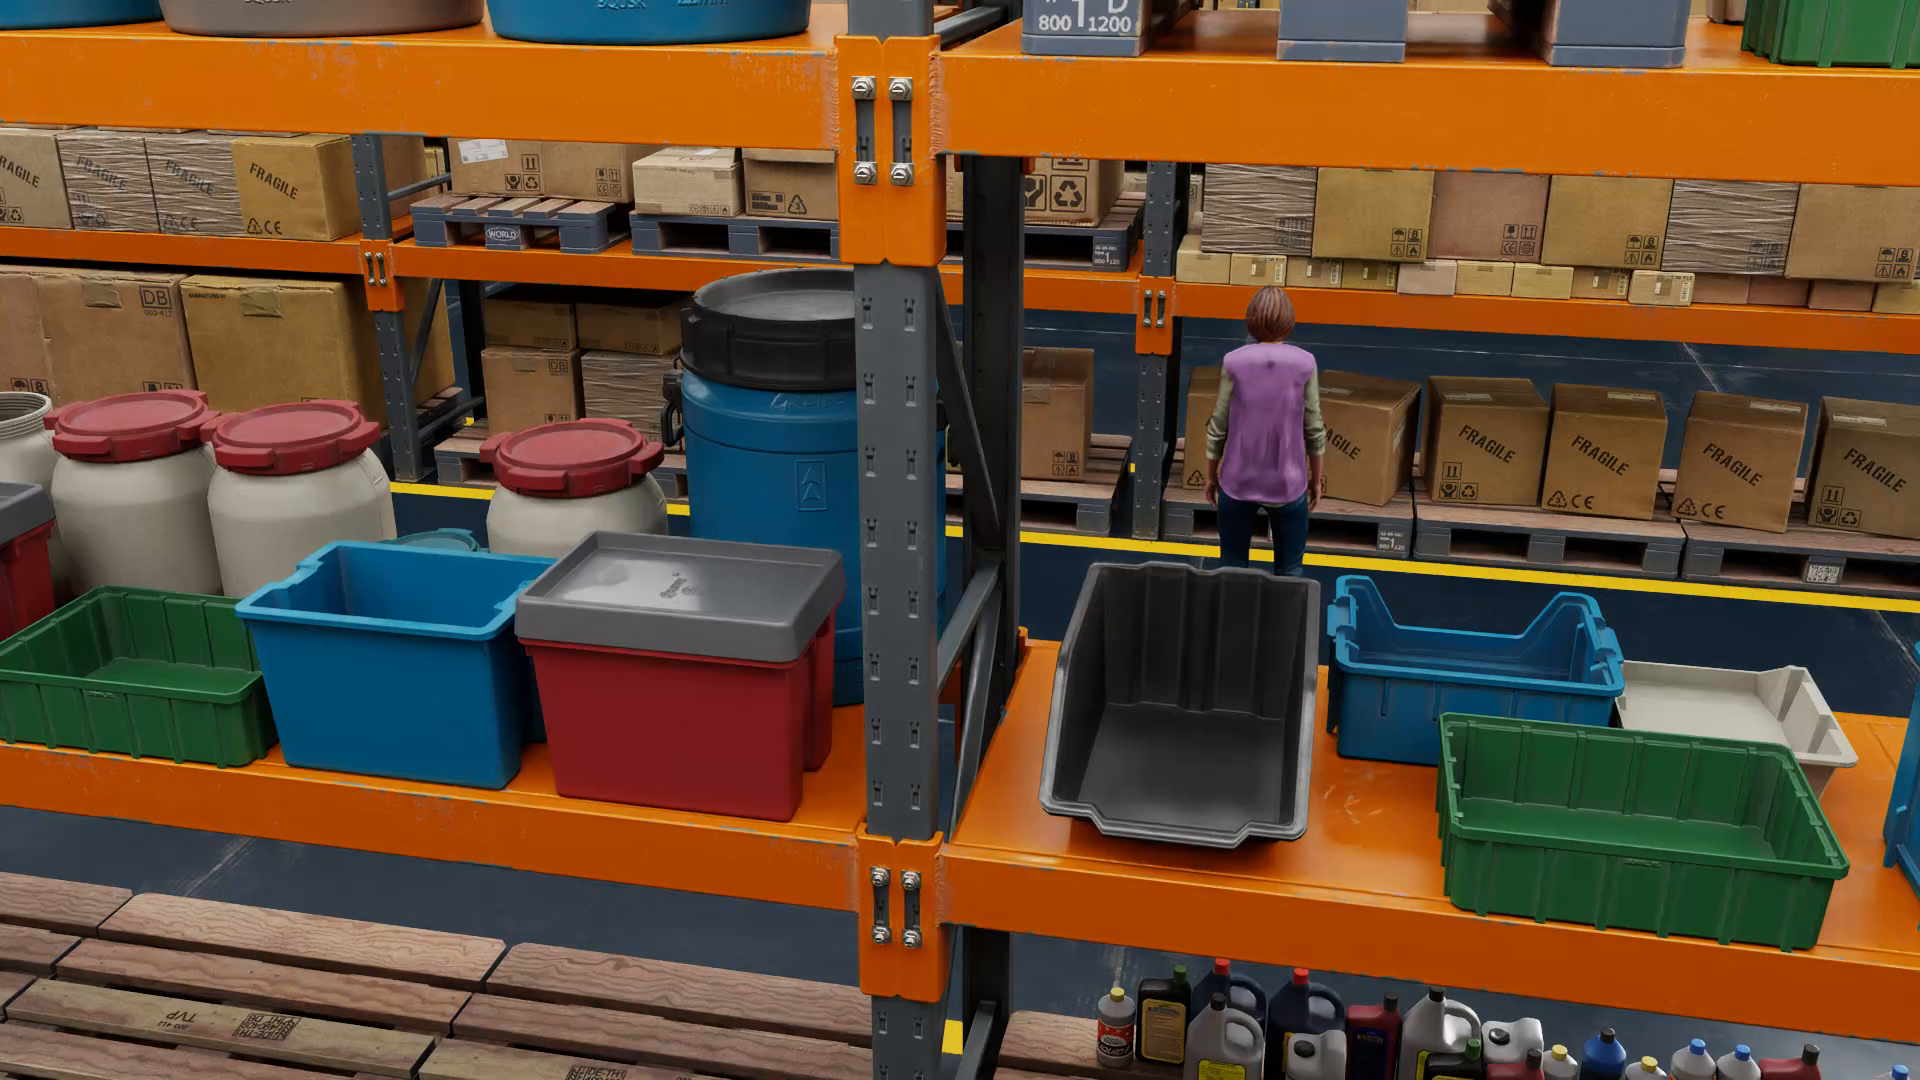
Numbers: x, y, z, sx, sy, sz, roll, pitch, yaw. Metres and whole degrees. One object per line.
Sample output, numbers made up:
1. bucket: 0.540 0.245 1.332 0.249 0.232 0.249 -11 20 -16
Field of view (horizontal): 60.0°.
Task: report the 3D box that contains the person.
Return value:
1. person: 1.212 -0.211 6.629 0.465 1.592 0.347 4 22 11
